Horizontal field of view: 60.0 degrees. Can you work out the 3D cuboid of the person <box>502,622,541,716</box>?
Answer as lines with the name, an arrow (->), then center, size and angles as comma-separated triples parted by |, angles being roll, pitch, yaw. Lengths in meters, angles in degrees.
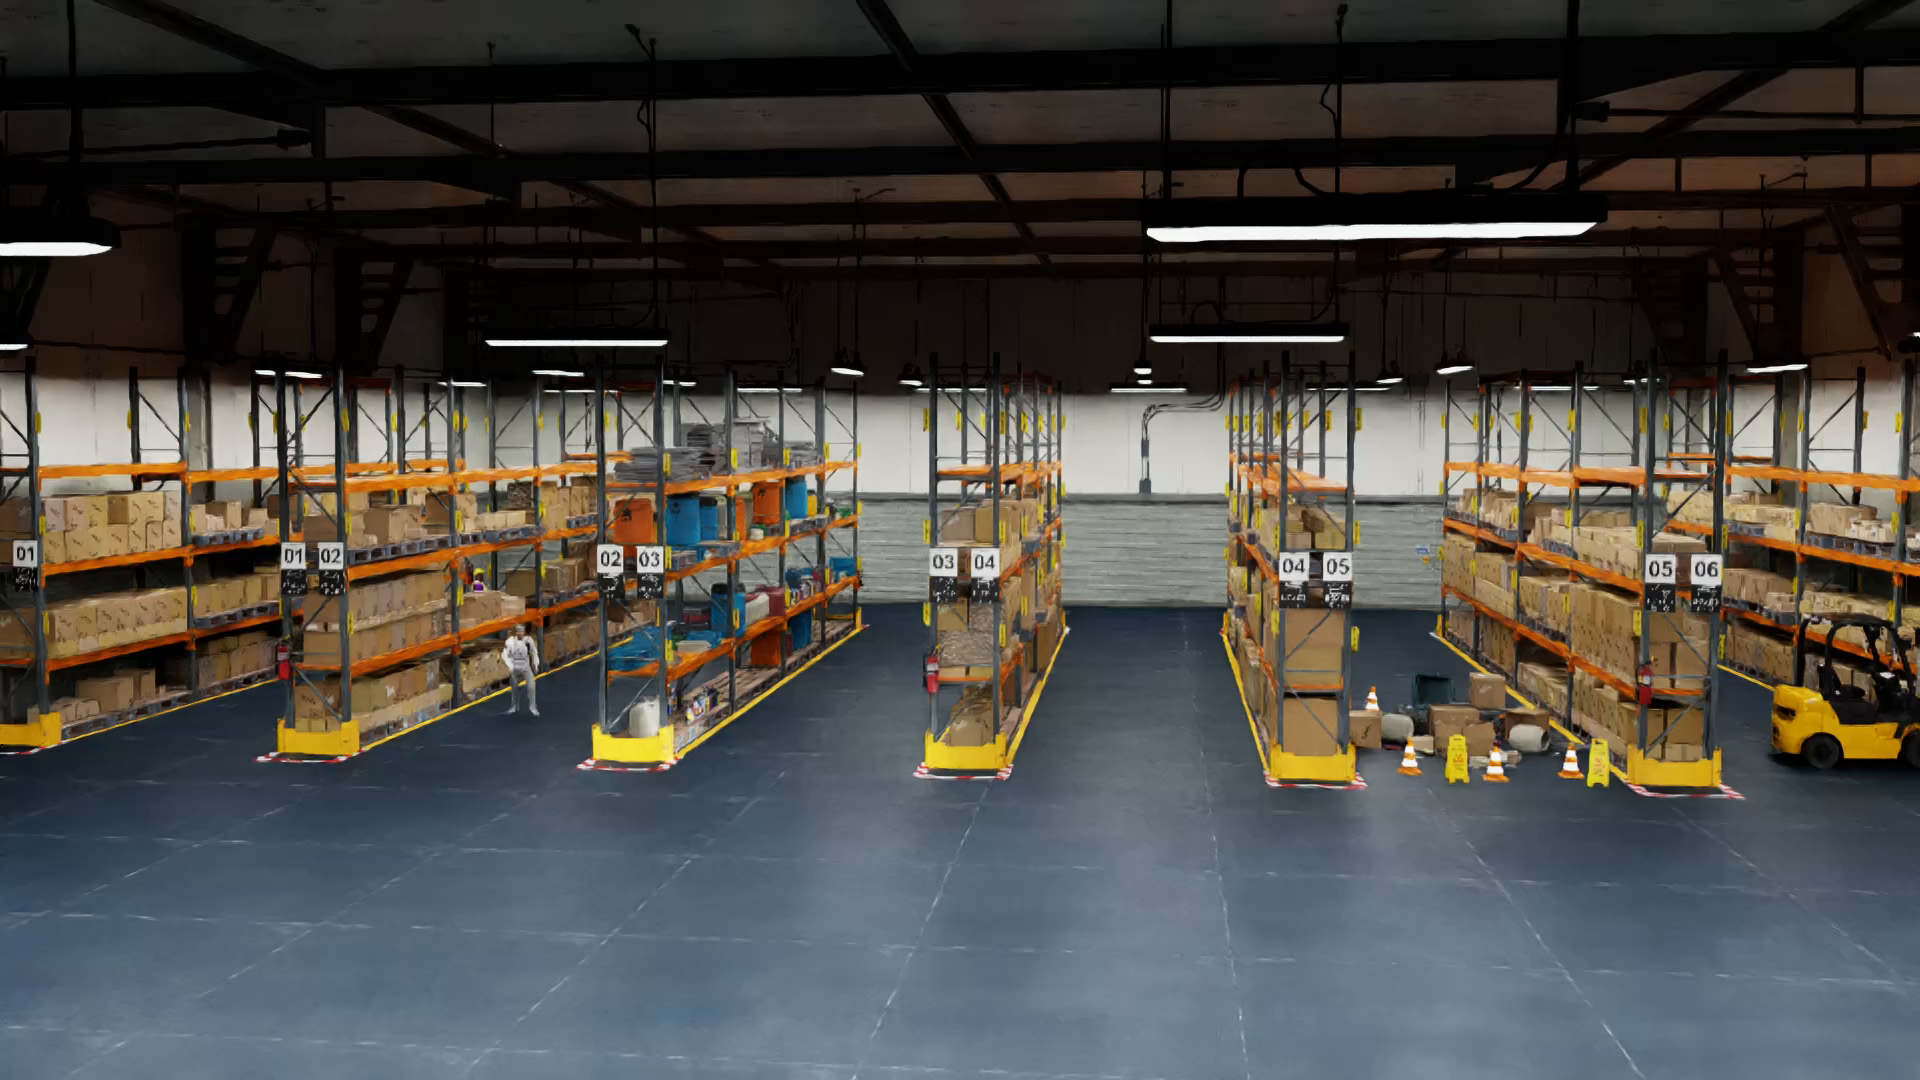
person -> -7.482, 2.189, 28.395 | 0.643, 1.600, 0.794 | -1, 4, -11

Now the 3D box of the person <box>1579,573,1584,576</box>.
person -> 13.637, 1.681, 36.718 | 0.577, 1.414, 0.554 | 2, 5, 28

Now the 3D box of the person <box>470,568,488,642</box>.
person -> -10.691, 1.507, 37.006 | 0.457, 1.754, 0.609 | -1, 4, -19
